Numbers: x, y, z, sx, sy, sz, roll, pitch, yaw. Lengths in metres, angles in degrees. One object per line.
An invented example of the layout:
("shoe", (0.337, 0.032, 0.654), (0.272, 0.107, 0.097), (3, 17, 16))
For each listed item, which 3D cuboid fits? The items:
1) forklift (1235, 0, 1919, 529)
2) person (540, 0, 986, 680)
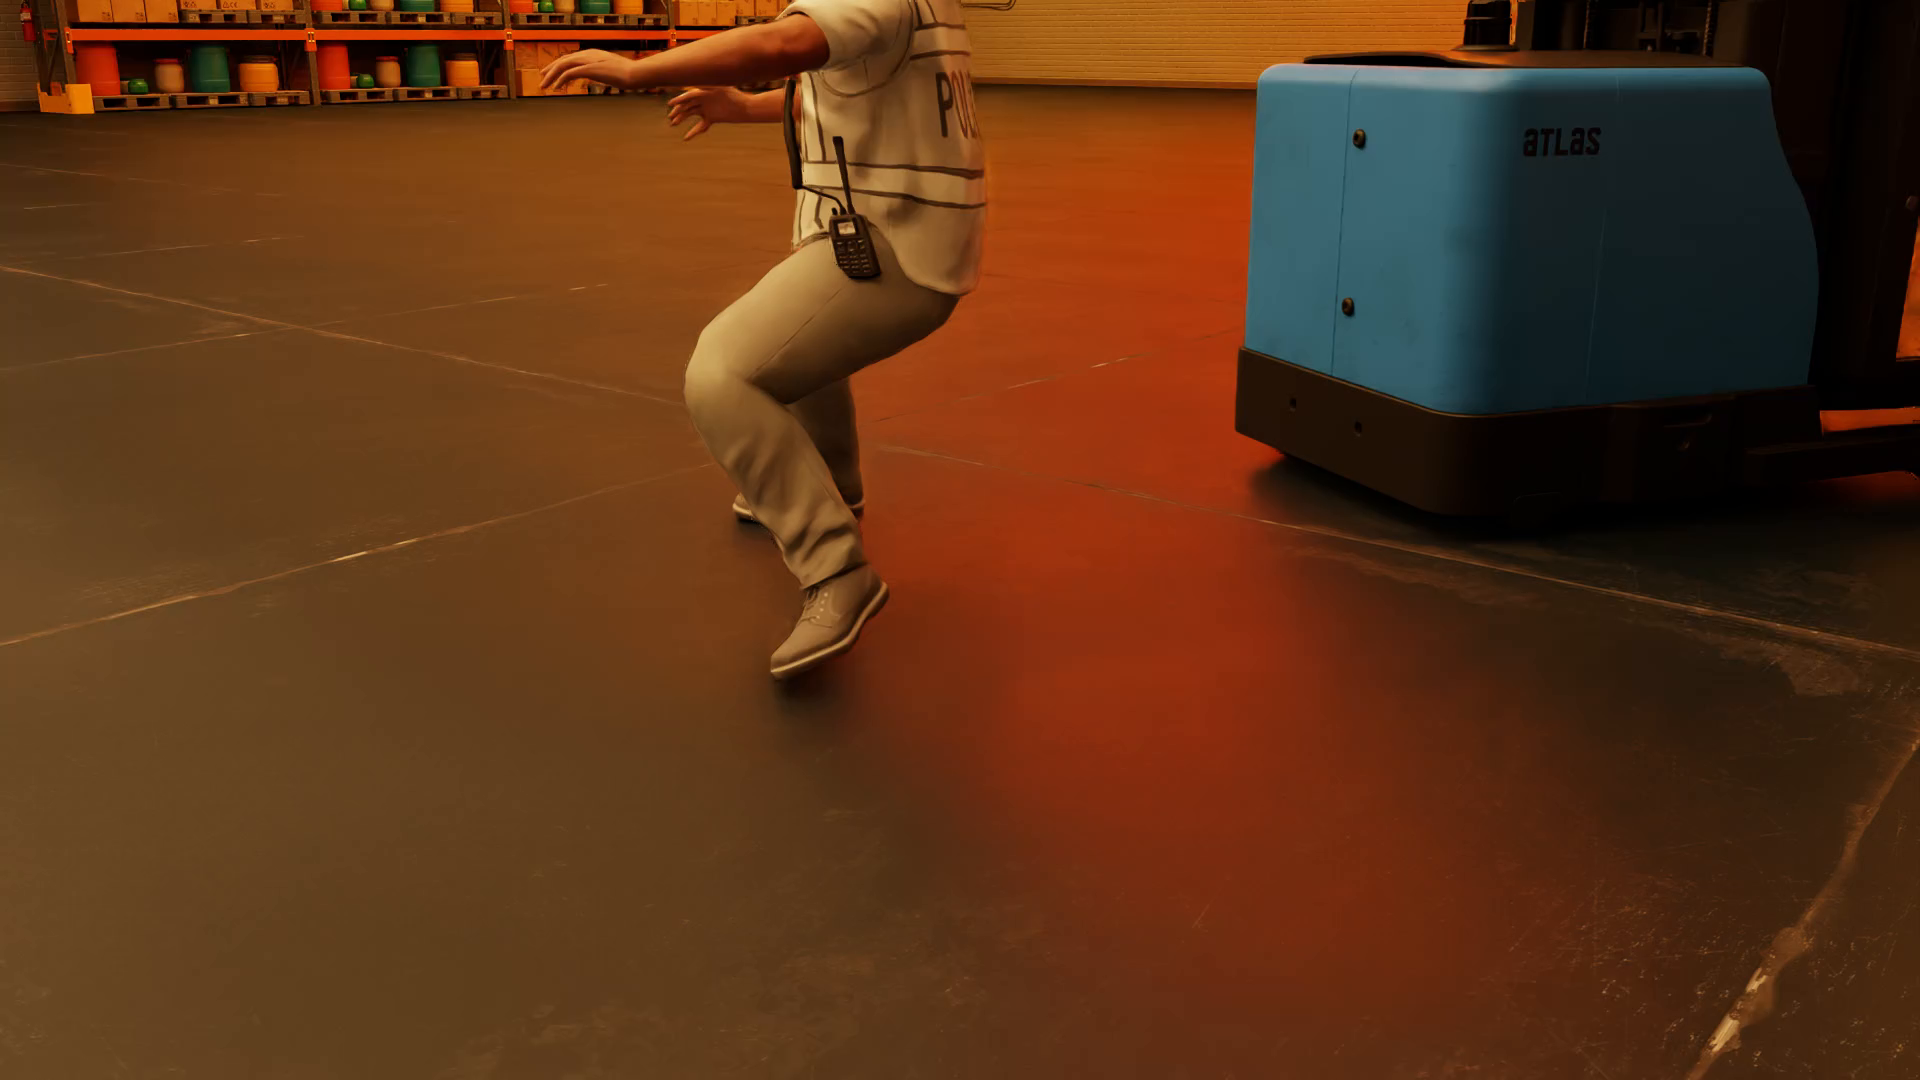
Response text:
("forklift", (2.351, -1.677, 4.419), (3.031, 2.935, 1.130), (-6, 18, -20))
("person", (-0.316, -0.625, 3.393), (0.706, 1.514, 1.238), (3, 17, 11))
